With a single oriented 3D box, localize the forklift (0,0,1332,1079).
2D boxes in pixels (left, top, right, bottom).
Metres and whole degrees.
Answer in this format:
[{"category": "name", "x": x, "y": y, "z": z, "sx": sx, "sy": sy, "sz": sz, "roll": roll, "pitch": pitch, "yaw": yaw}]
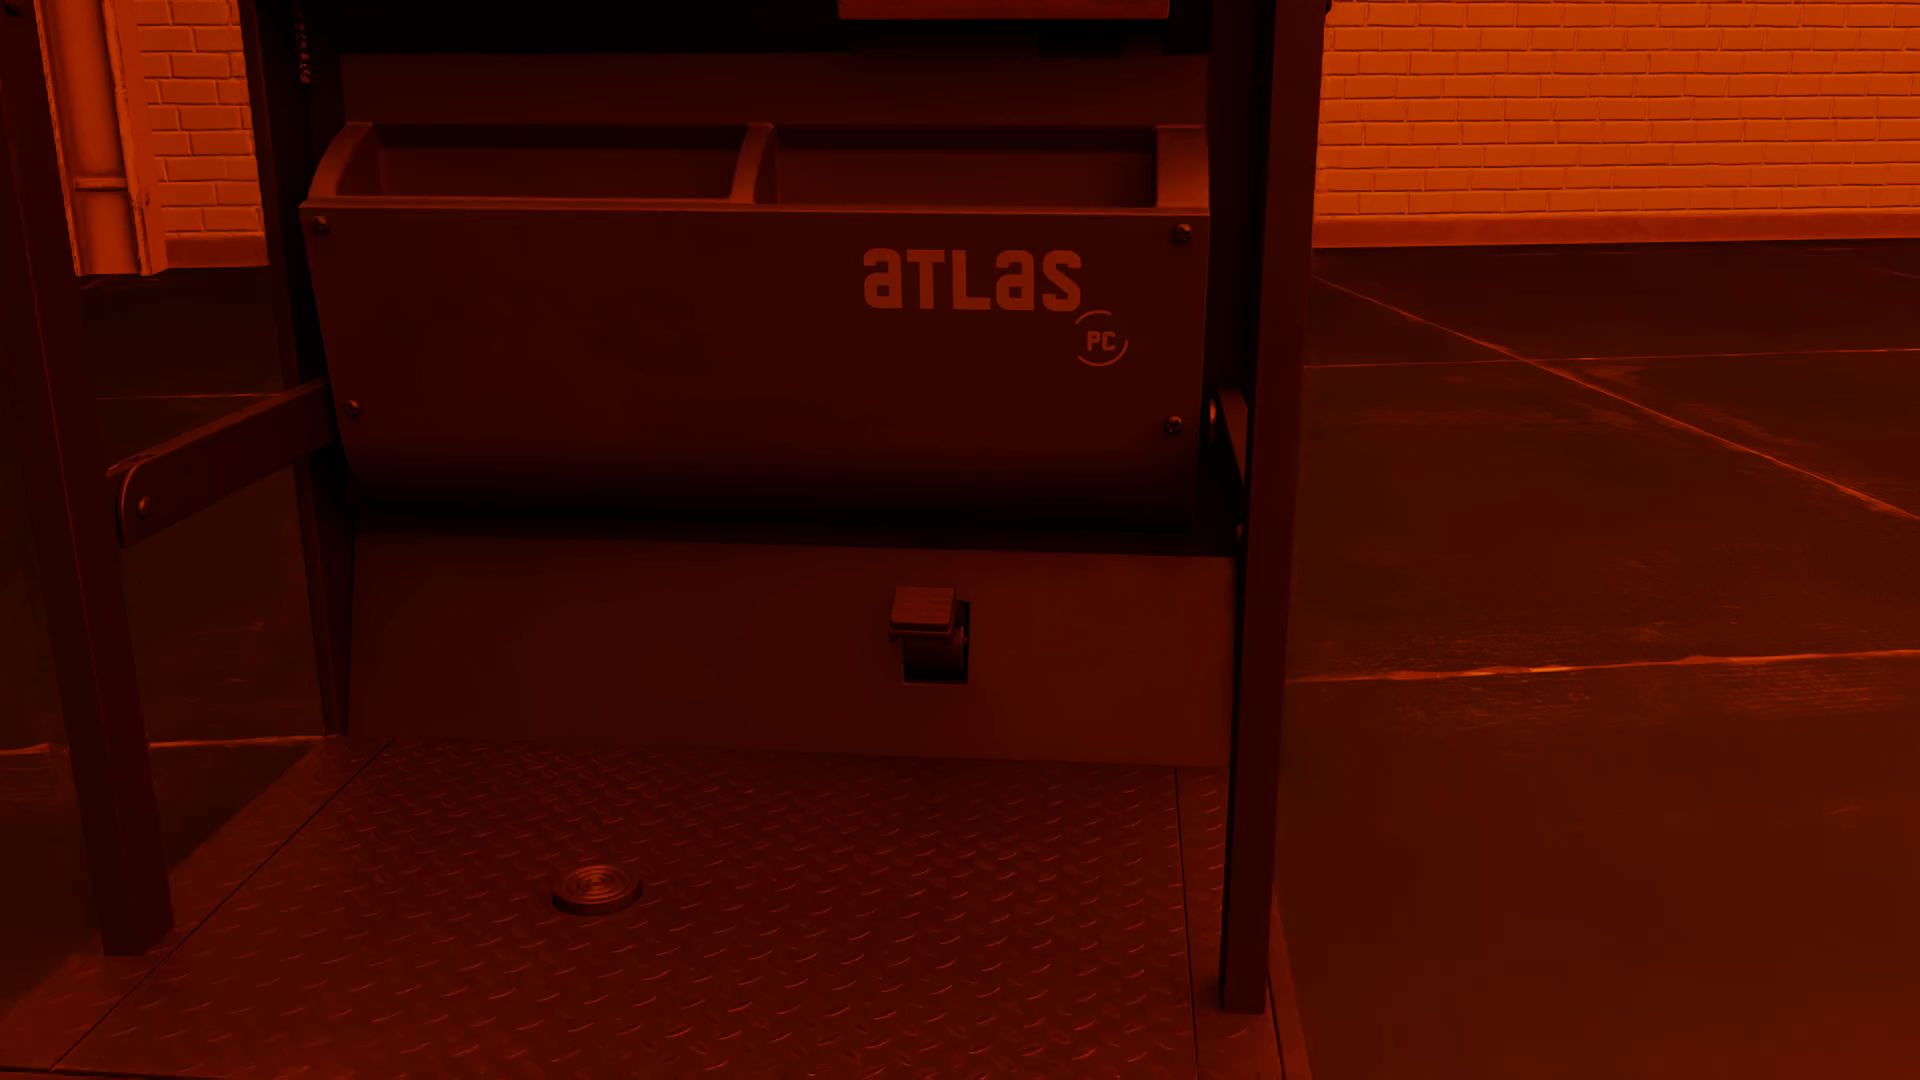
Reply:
[{"category": "forklift", "x": -0.228, "y": -0.757, "z": 1.398, "sx": 1.130, "sy": 2.935, "sz": 3.031, "roll": 2, "pitch": 17, "yaw": 5}]
